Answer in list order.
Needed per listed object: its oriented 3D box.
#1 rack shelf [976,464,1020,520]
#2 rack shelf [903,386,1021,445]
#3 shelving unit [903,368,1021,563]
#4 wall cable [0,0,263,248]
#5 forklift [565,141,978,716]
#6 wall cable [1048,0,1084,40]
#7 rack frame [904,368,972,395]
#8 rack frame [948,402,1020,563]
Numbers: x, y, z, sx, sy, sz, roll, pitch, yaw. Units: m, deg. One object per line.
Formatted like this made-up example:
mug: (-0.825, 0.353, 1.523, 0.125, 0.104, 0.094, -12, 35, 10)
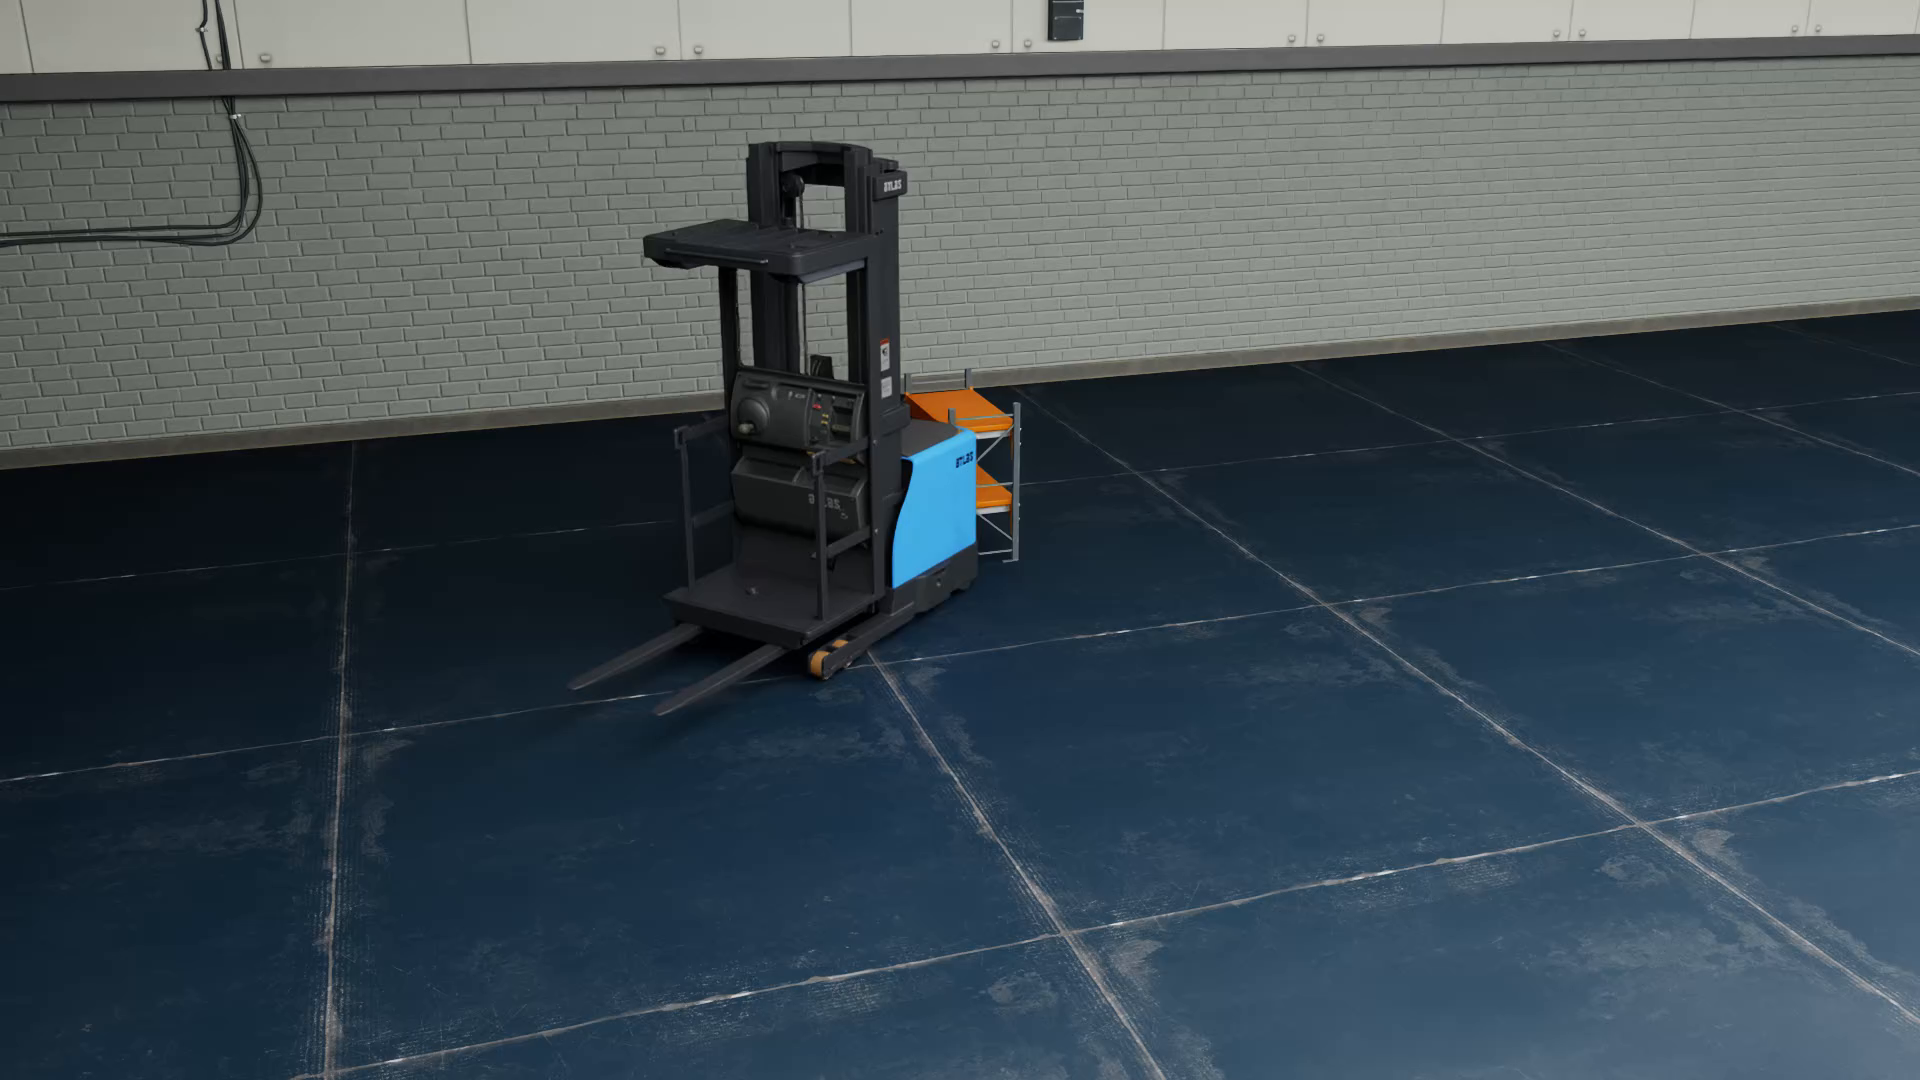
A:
rack shelf: (0.002, -0.297, 11.803, 0.538, 0.278, 1.000, -6, 21, -17)
rack shelf: (0.002, -0.803, 11.621, 0.538, 0.278, 1.000, -6, 21, -17)
shelving unit: (0.002, -0.527, 11.720, 0.538, 1.125, 1.048, -6, 21, -17)
wall cable: (-7.103, -3.412, 12.699, 3.097, 2.526, 0.112, -6, 21, -17)
forklift: (-1.075, -0.748, 9.662, 1.130, 2.935, 3.031, 12, 23, 29)
wall cable: (1.914, -7.478, 14.393, 2.305, 6.003, 0.169, -6, 21, -17)
rack frame: (-0.158, -0.690, 12.174, 0.500, 1.125, 0.032, -6, 21, -17)
rack frame: (0.162, -0.364, 11.266, 0.500, 1.125, 0.032, -6, 21, -17)
